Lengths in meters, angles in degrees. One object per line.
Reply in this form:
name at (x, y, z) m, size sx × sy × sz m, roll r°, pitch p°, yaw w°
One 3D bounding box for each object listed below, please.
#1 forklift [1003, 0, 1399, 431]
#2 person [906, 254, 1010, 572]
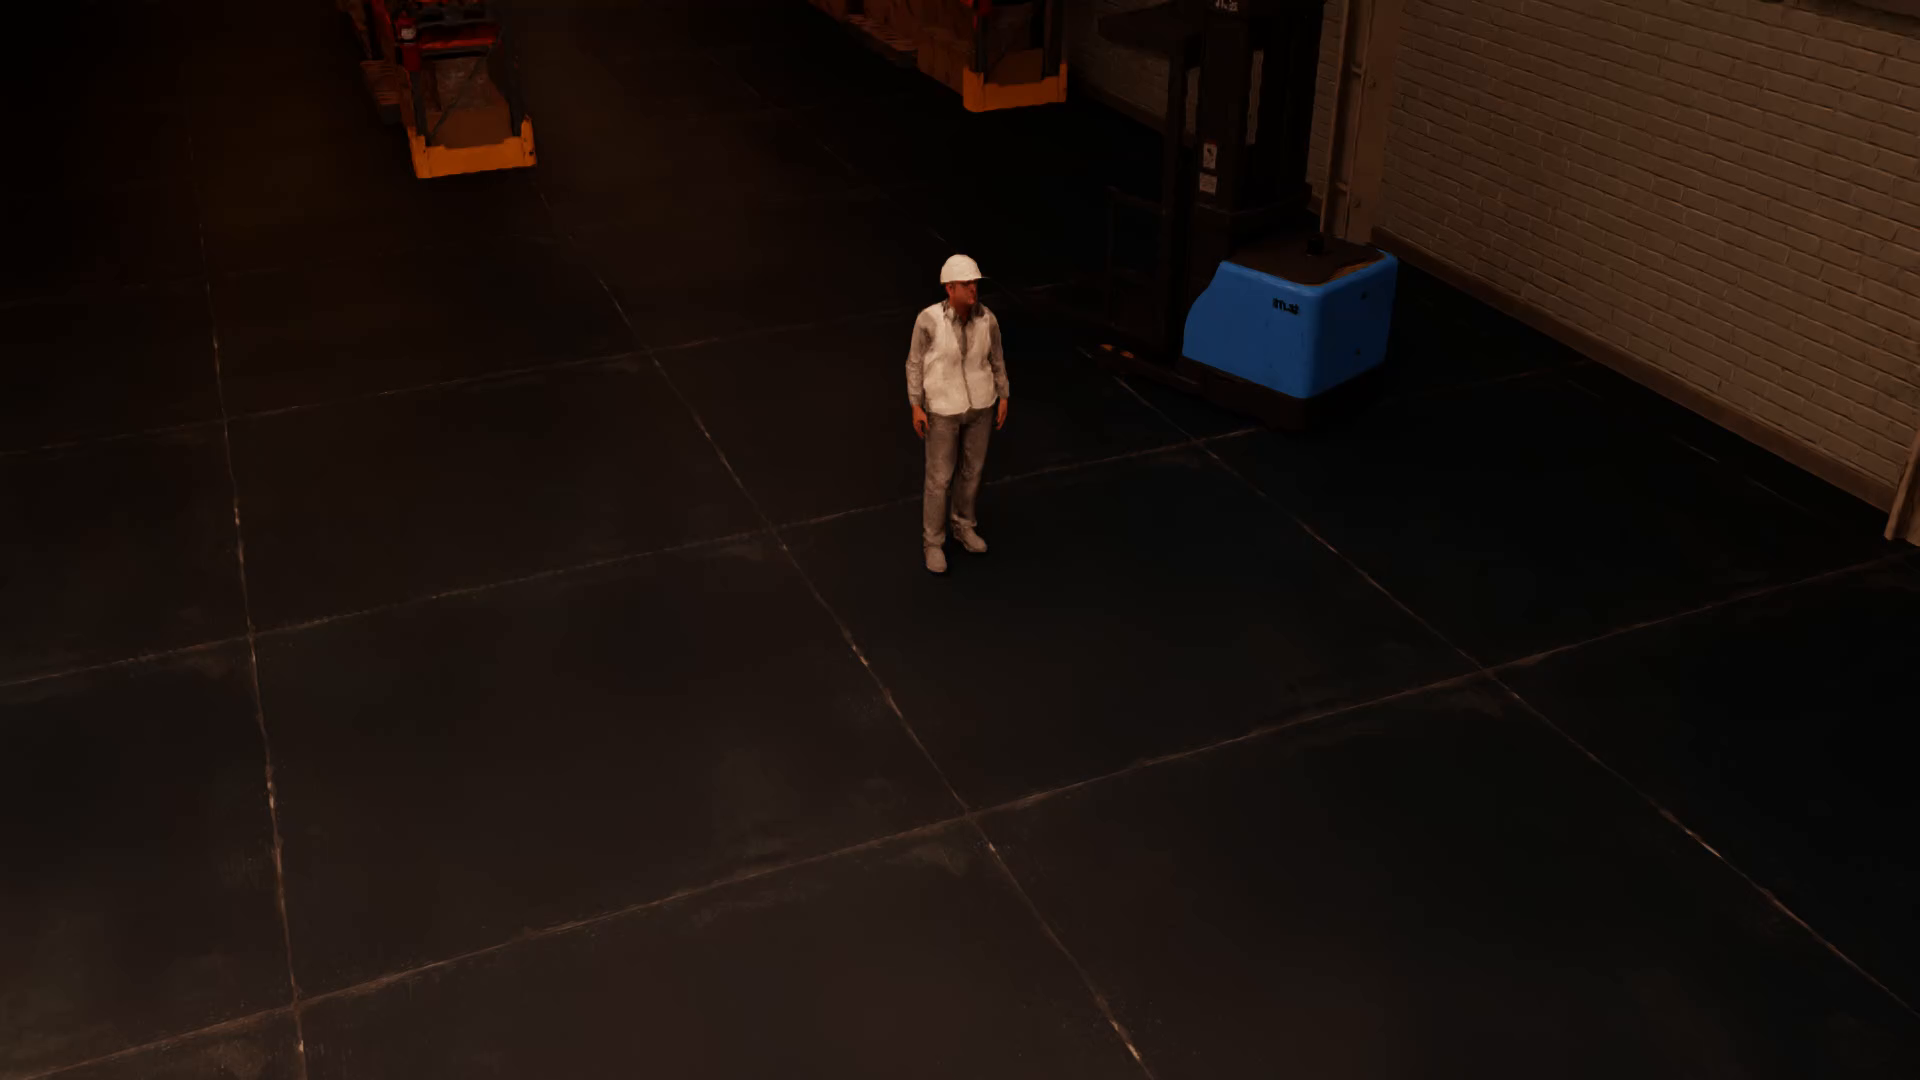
forklift at (1.622, -2.643, 11.742) m, size 1.130 × 2.935 × 3.031 m, roll -25°, pitch 38°, yaw -37°
person at (0.018, -0.747, 9.576) m, size 0.632 × 1.773 × 0.567 m, roll -12°, pitch 32°, yaw -20°
